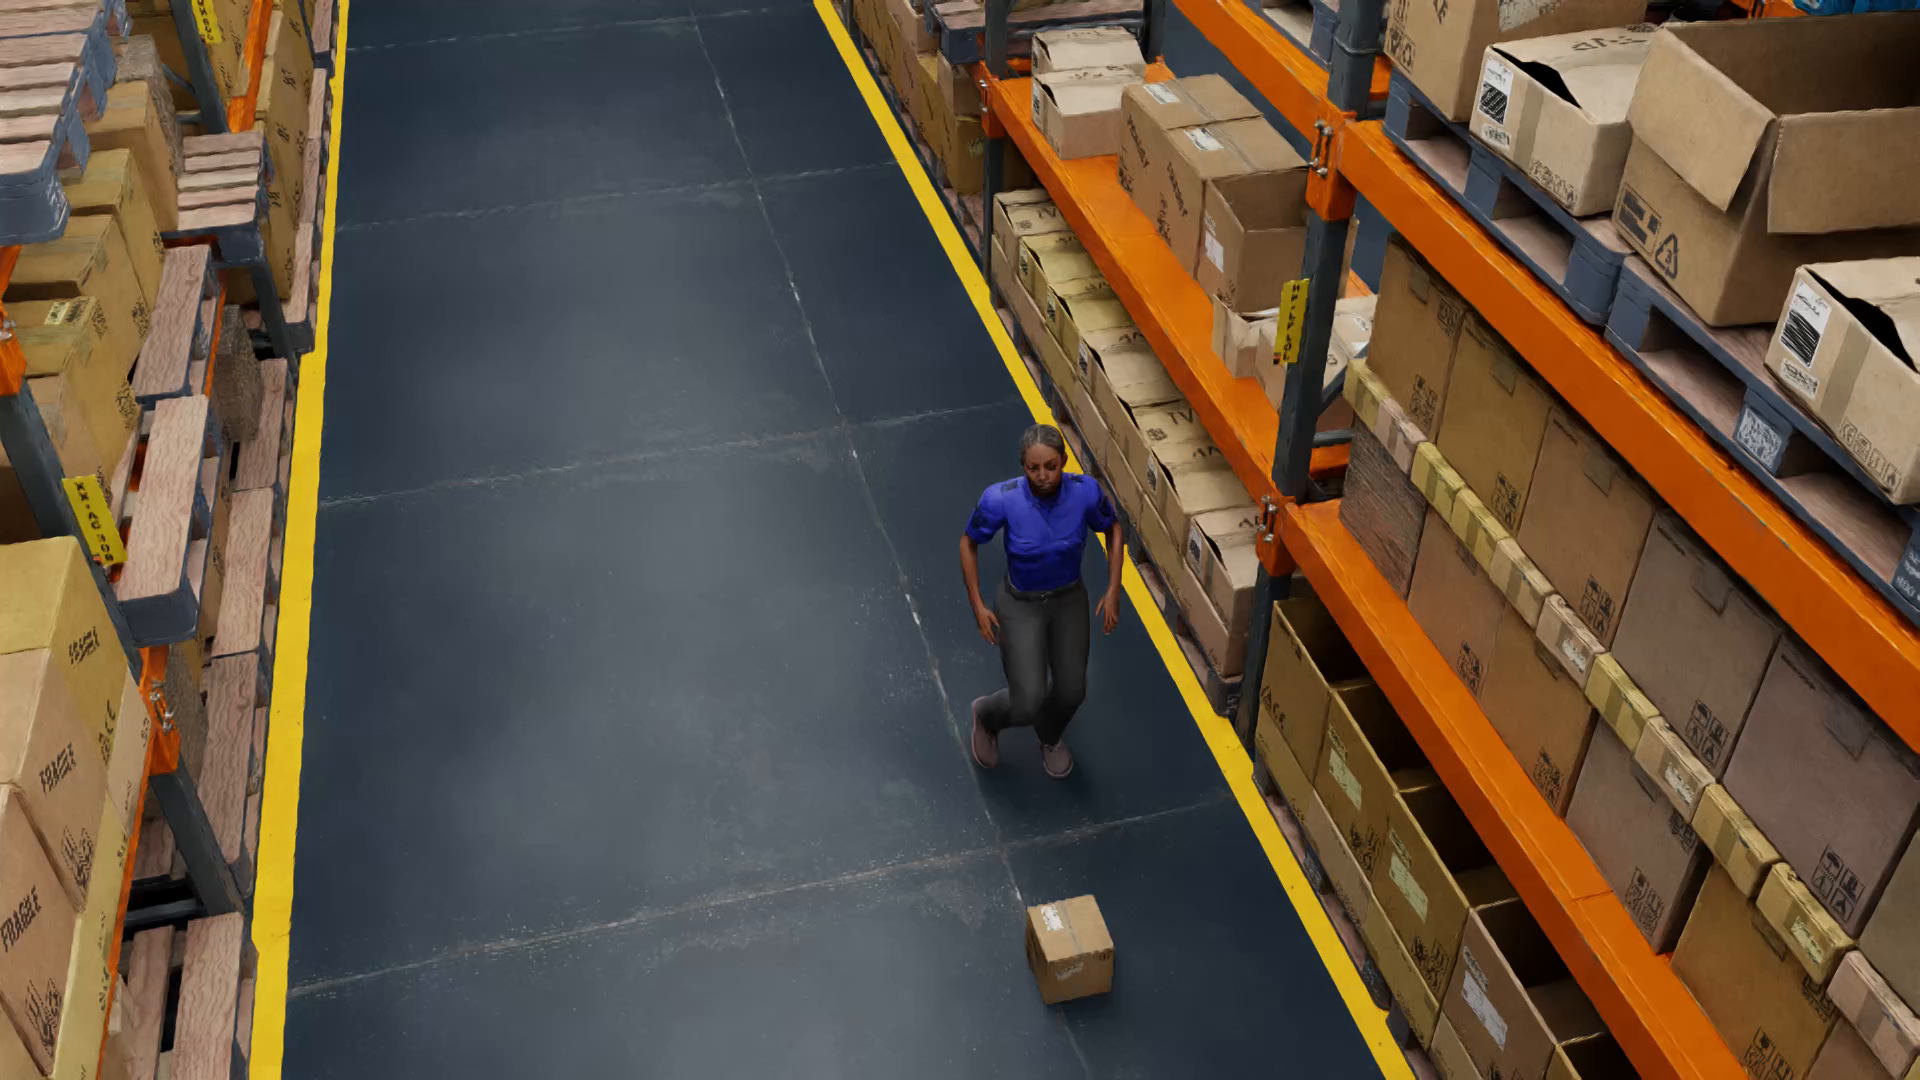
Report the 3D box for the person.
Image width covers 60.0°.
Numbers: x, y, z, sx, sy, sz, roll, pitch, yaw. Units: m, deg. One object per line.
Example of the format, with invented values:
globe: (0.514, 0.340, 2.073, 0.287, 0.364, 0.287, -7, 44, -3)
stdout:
person: (0.349, 0.279, 6.402, 0.625, 1.626, 0.472, -13, 40, -16)
